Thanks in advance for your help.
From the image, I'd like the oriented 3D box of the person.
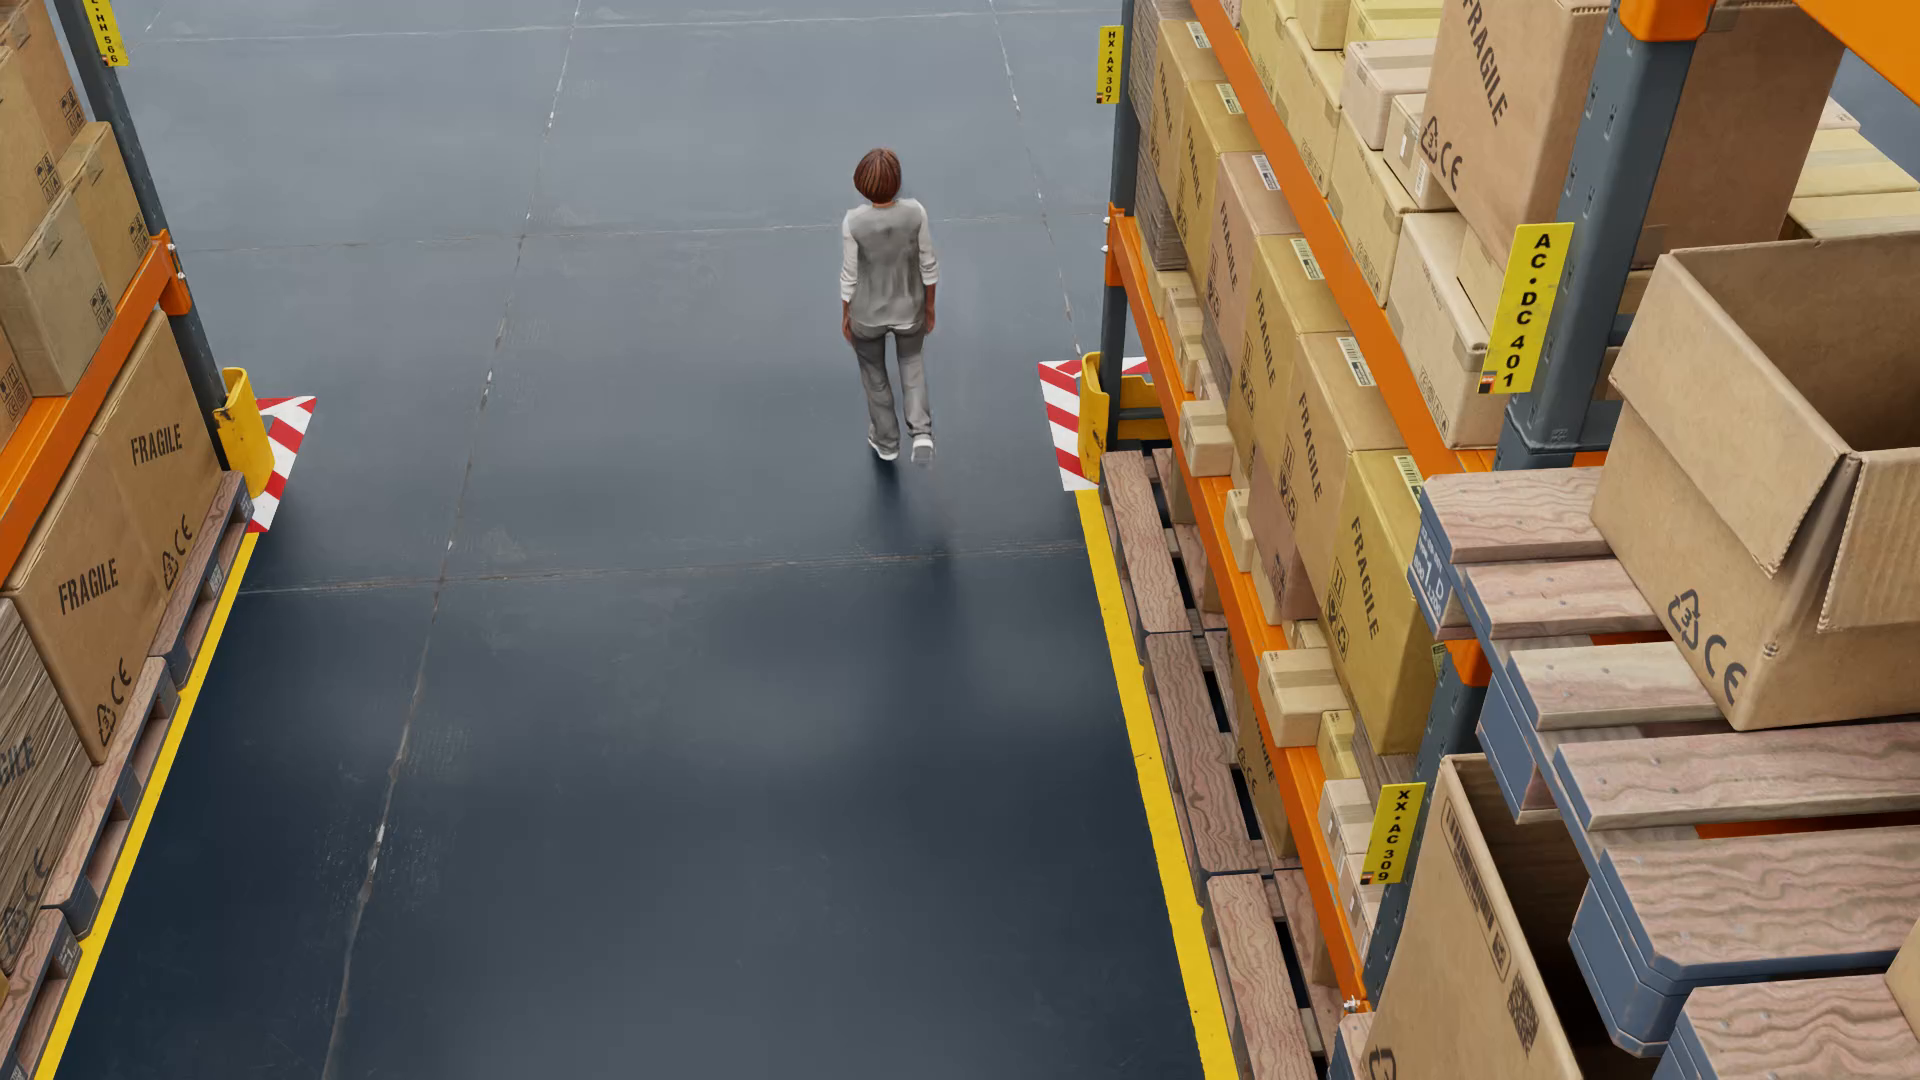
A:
[{"bbox_3d":[-0.305,-0.989,7.313,0.423,1.587,0.503,-10,41,-12],"label":"person"}]
